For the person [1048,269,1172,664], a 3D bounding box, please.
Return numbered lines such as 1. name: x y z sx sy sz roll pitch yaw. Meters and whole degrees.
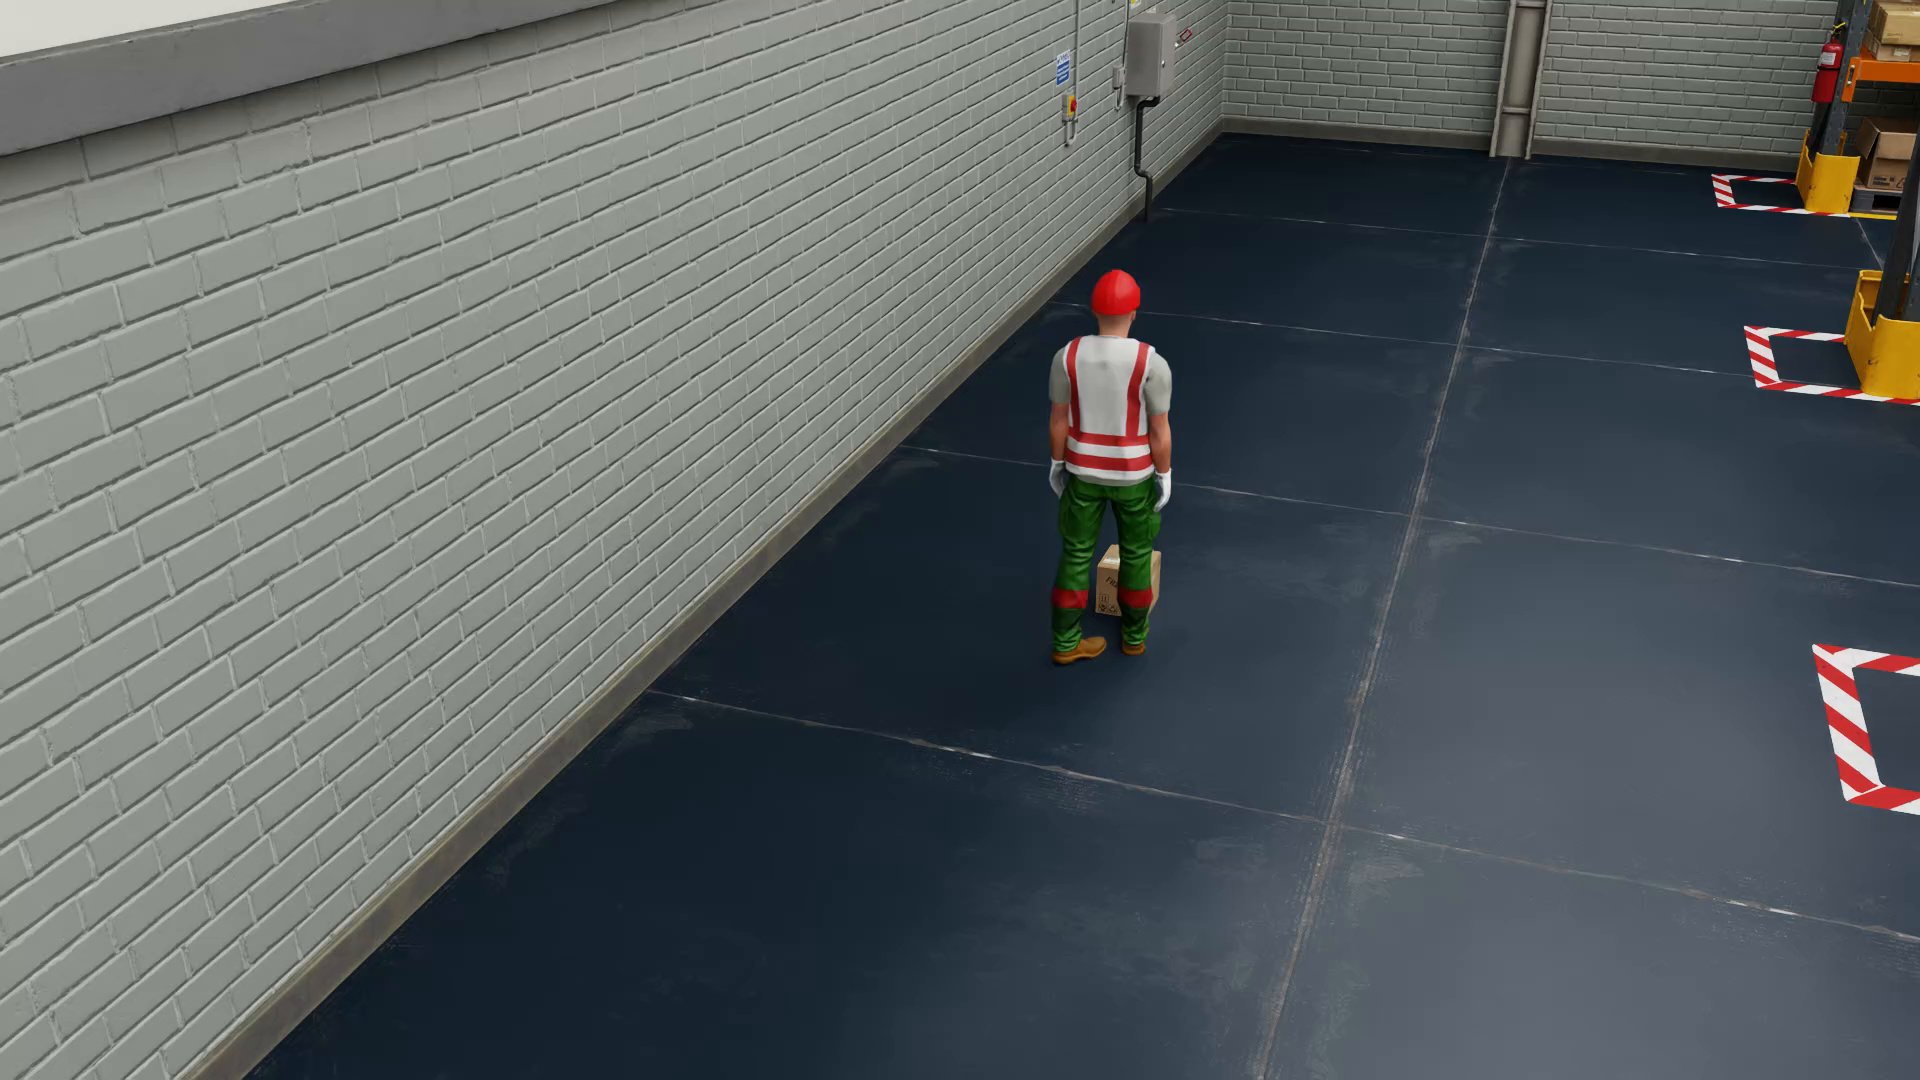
1. person: 0.667 -0.313 7.248 0.540 1.802 0.485 8 27 17
